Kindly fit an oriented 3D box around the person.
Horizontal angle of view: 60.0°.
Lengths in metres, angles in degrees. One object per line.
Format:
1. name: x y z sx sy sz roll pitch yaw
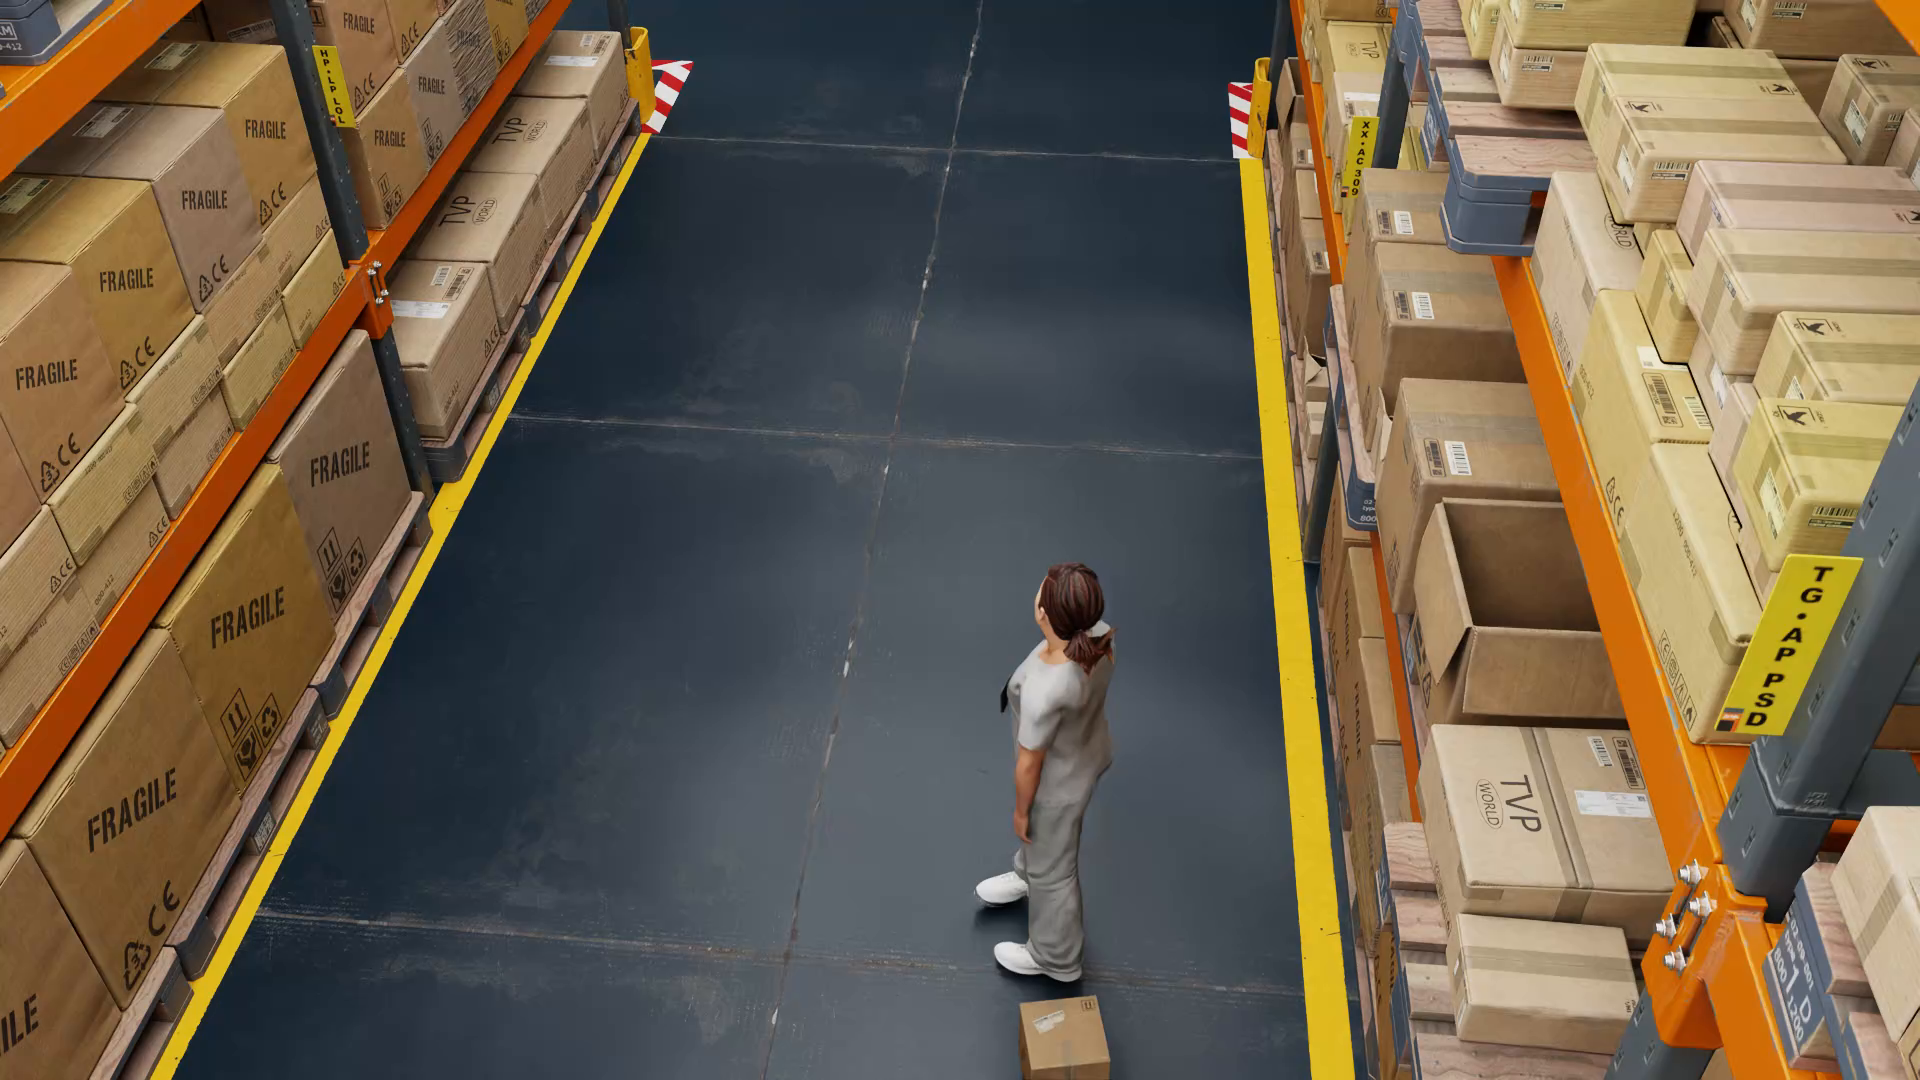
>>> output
1. person: 0.254 0.725 5.267 0.479 1.675 0.461 22 45 23
